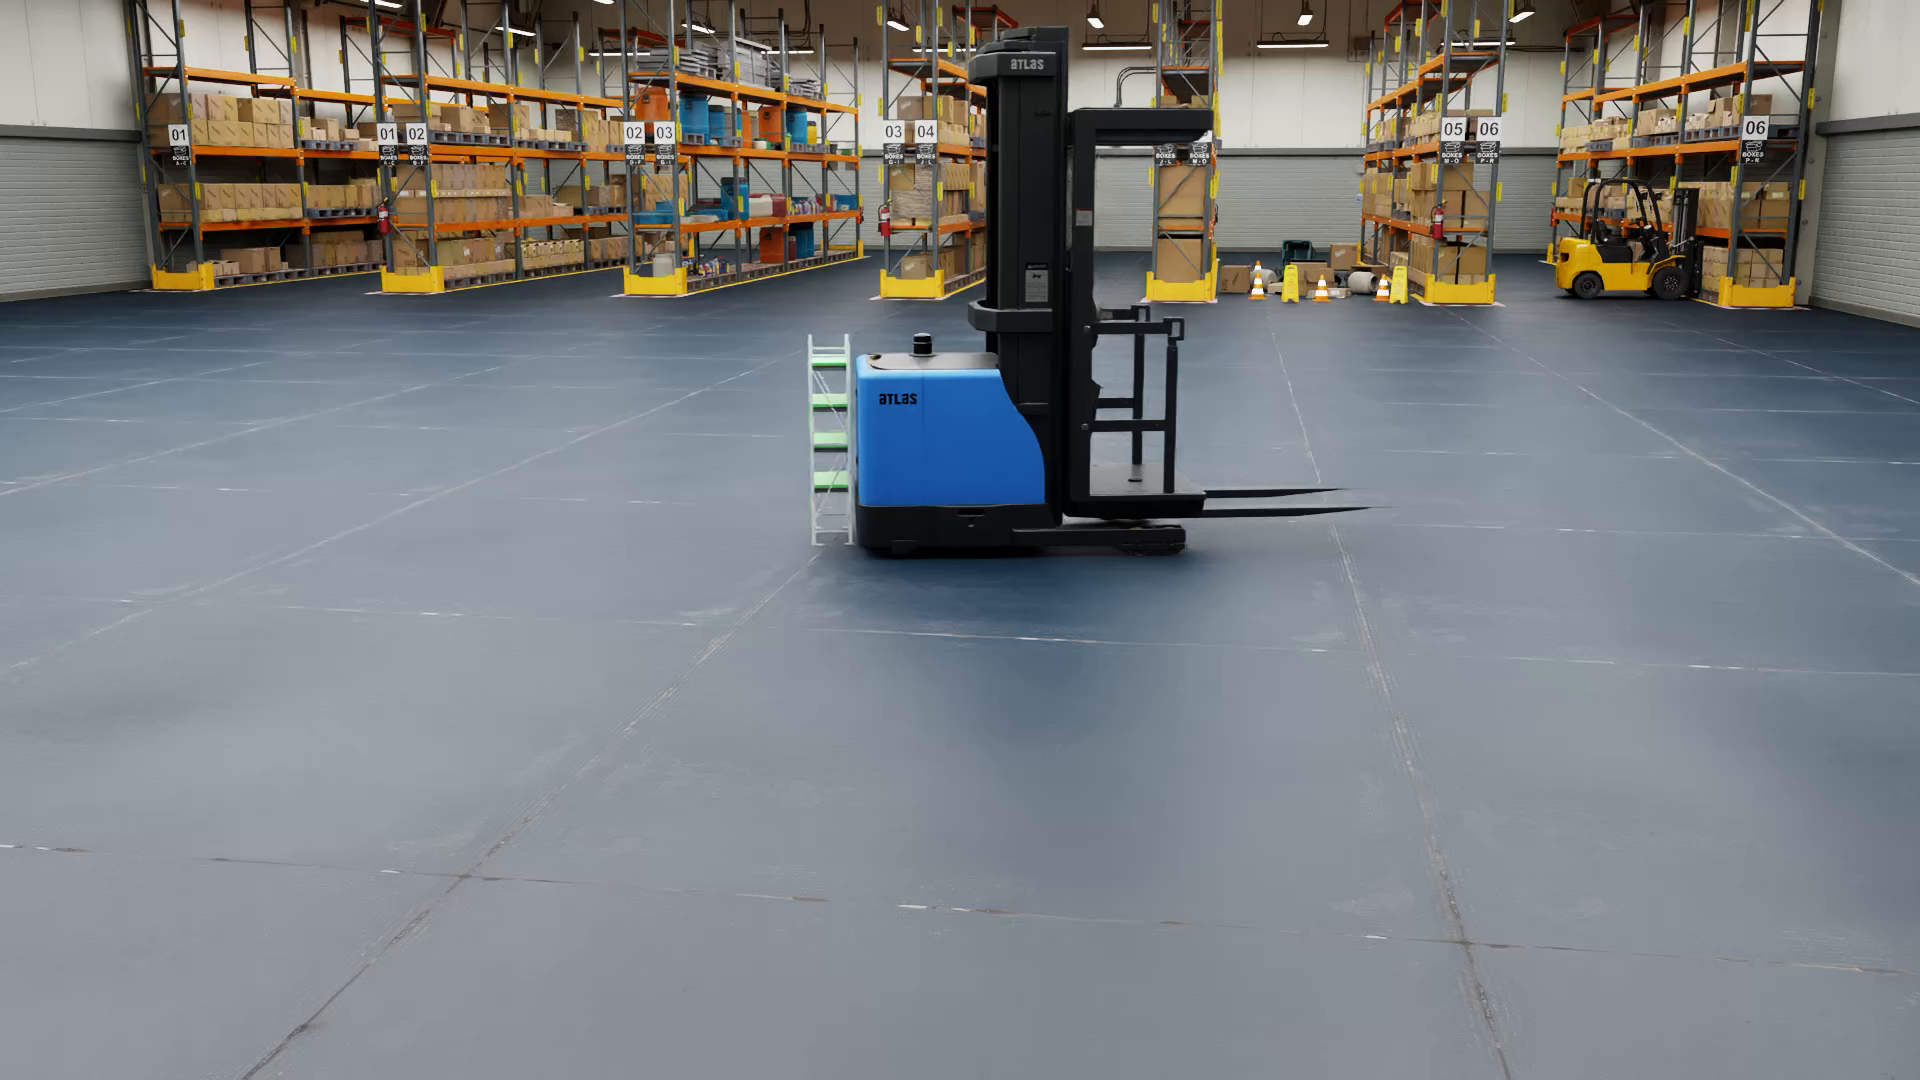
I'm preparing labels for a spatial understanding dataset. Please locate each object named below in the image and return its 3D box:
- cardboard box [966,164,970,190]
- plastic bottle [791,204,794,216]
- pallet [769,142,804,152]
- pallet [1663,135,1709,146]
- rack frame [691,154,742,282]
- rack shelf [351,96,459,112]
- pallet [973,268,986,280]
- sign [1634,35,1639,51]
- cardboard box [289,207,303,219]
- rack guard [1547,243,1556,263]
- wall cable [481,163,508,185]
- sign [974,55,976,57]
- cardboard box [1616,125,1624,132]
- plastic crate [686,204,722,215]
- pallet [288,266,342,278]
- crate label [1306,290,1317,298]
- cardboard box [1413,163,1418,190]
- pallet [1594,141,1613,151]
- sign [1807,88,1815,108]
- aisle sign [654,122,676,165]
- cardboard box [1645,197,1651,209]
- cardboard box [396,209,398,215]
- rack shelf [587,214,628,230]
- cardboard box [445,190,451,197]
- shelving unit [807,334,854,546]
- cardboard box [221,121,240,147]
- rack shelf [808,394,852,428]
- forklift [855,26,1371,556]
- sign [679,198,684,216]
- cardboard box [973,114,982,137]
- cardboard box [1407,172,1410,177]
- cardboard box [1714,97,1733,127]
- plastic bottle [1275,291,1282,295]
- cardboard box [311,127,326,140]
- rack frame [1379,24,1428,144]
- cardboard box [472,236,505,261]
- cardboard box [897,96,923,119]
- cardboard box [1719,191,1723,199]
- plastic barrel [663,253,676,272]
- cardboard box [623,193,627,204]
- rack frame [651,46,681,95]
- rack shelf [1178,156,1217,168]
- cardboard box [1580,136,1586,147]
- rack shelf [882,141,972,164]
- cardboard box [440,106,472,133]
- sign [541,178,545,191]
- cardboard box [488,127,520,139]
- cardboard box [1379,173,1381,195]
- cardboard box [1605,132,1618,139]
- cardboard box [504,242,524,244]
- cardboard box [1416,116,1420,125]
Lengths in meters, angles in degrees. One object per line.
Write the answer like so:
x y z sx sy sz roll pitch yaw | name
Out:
-0.088 -7.424 34.003 0.500 0.500 0.500 2 12 9 | cardboard box
-4.047 -7.982 40.186 0.061 0.283 0.133 2 12 9 | plastic bottle
-4.356 -9.366 39.663 1.003 0.211 1.213 2 12 9 | pallet
14.529 -7.919 32.952 0.805 0.209 1.217 1 12 6 | pallet
-5.185 -7.004 35.371 1.000 3.000 0.127 2 12 9 | rack frame
-14.052 -10.959 42.142 1.077 0.370 4.000 2 12 9 | rack shelf
0.012 -5.897 36.854 1.003 0.211 1.213 2 12 9 | pallet
14.484 -10.638 35.591 0.100 0.325 0.005 2 12 9 | sign
-14.748 -7.153 36.371 0.500 0.250 0.500 2 12 9 | cardboard box
16.240 -7.622 44.175 1.175 0.500 0.348 2 12 9 | rack guard
-13.867 -10.616 49.724 0.084 1.984 1.851 2 12 9 | wall cable
0.395 -11.998 41.714 0.100 0.325 0.005 2 12 9 | sign
14.945 -9.227 37.270 0.380 0.149 0.250 2 12 7 | cardboard box
-5.391 -6.868 34.891 0.767 0.338 0.504 2 12 9 | plastic crate
-14.856 -6.124 37.907 1.003 0.211 1.213 2 12 9 | pallet
6.588 -4.552 30.791 0.250 0.136 0.298 -5 13 -21 | crate label
9.015 -6.911 31.626 0.700 0.500 0.500 2 12 7 | cardboard box
15.310 -9.052 38.203 1.213 0.211 1.003 2 12 9 | pallet
14.338 -7.442 28.024 0.100 0.325 0.005 2 12 9 | sign
-5.522 -7.417 31.120 0.394 0.787 0.004 2 12 9 | aisle sign
14.482 -6.962 34.345 0.500 0.250 0.500 2 12 9 | cardboard box
-14.080 -8.105 41.032 0.380 0.149 0.250 2 12 8 | cardboard box
-9.156 -8.062 41.991 1.077 0.370 4.000 2 12 9 | rack shelf
-10.343 -6.880 33.020 0.380 0.149 0.250 2 12 9 | cardboard box
-0.777 -0.608 9.968 0.258 1.200 0.503 -1 12 -5 | shelving unit
-15.097 -8.297 33.969 0.500 0.500 0.500 2 12 11 | cardboard box
-0.777 -0.781 9.931 0.258 0.148 0.480 -1 12 -5 | rack shelf
0.893 -1.452 9.773 3.031 2.935 1.130 -1 12 -5 | forklift
-5.257 -6.287 31.391 0.100 0.325 0.005 2 12 9 | sign
0.023 -8.856 35.605 0.797 0.503 0.637 2 12 11 | cardboard box
9.461 -7.544 34.398 0.380 0.149 0.250 1 12 6 | cardboard box
13.875 -7.609 29.587 0.700 0.500 0.500 2 12 9 | cardboard box
6.101 -4.714 31.721 0.133 0.061 0.283 -2 12 -11 | plastic bottle
-14.717 -9.192 37.621 0.500 0.311 0.500 2 12 10 | cardboard box
10.731 -11.120 40.232 1.000 3.000 0.127 2 12 9 | rack frame
-10.023 -6.185 35.324 0.500 0.500 0.500 2 12 9 | cardboard box
-0.918 -8.246 31.887 0.500 0.500 0.500 2 12 9 | cardboard box
13.727 -6.134 29.559 0.380 0.149 0.250 2 12 8 | cardboard box
-5.698 -5.404 32.857 0.421 0.512 0.421 0 12 0 | plastic barrel
-9.025 -8.991 44.358 0.500 0.500 0.500 2 12 10 | cardboard box
-8.233 -12.596 47.078 1.000 3.000 0.127 2 12 9 | rack frame
6.132 -9.858 43.202 1.077 0.370 4.000 2 12 9 | rack shelf
15.533 -9.783 40.797 0.500 0.250 0.500 1 12 7 | cardboard box
-0.599 -7.541 32.454 1.077 0.370 4.000 2 12 9 | rack shelf
-10.169 -8.458 33.433 0.500 0.500 0.500 2 12 9 | cardboard box
-10.001 -8.540 39.942 0.100 0.325 0.005 2 12 9 | sign
-9.975 -8.891 36.369 0.500 0.250 0.500 3 13 15 | cardboard box
10.329 -8.536 39.871 0.500 0.500 0.500 2 12 8 | cardboard box
14.987 -9.255 38.060 0.380 0.149 0.250 2 12 10 | cardboard box
-10.147 -6.606 37.725 0.500 0.311 0.500 2 12 8 | cardboard box
9.130 -8.200 32.508 0.380 0.149 0.250 2 12 8 | cardboard box
